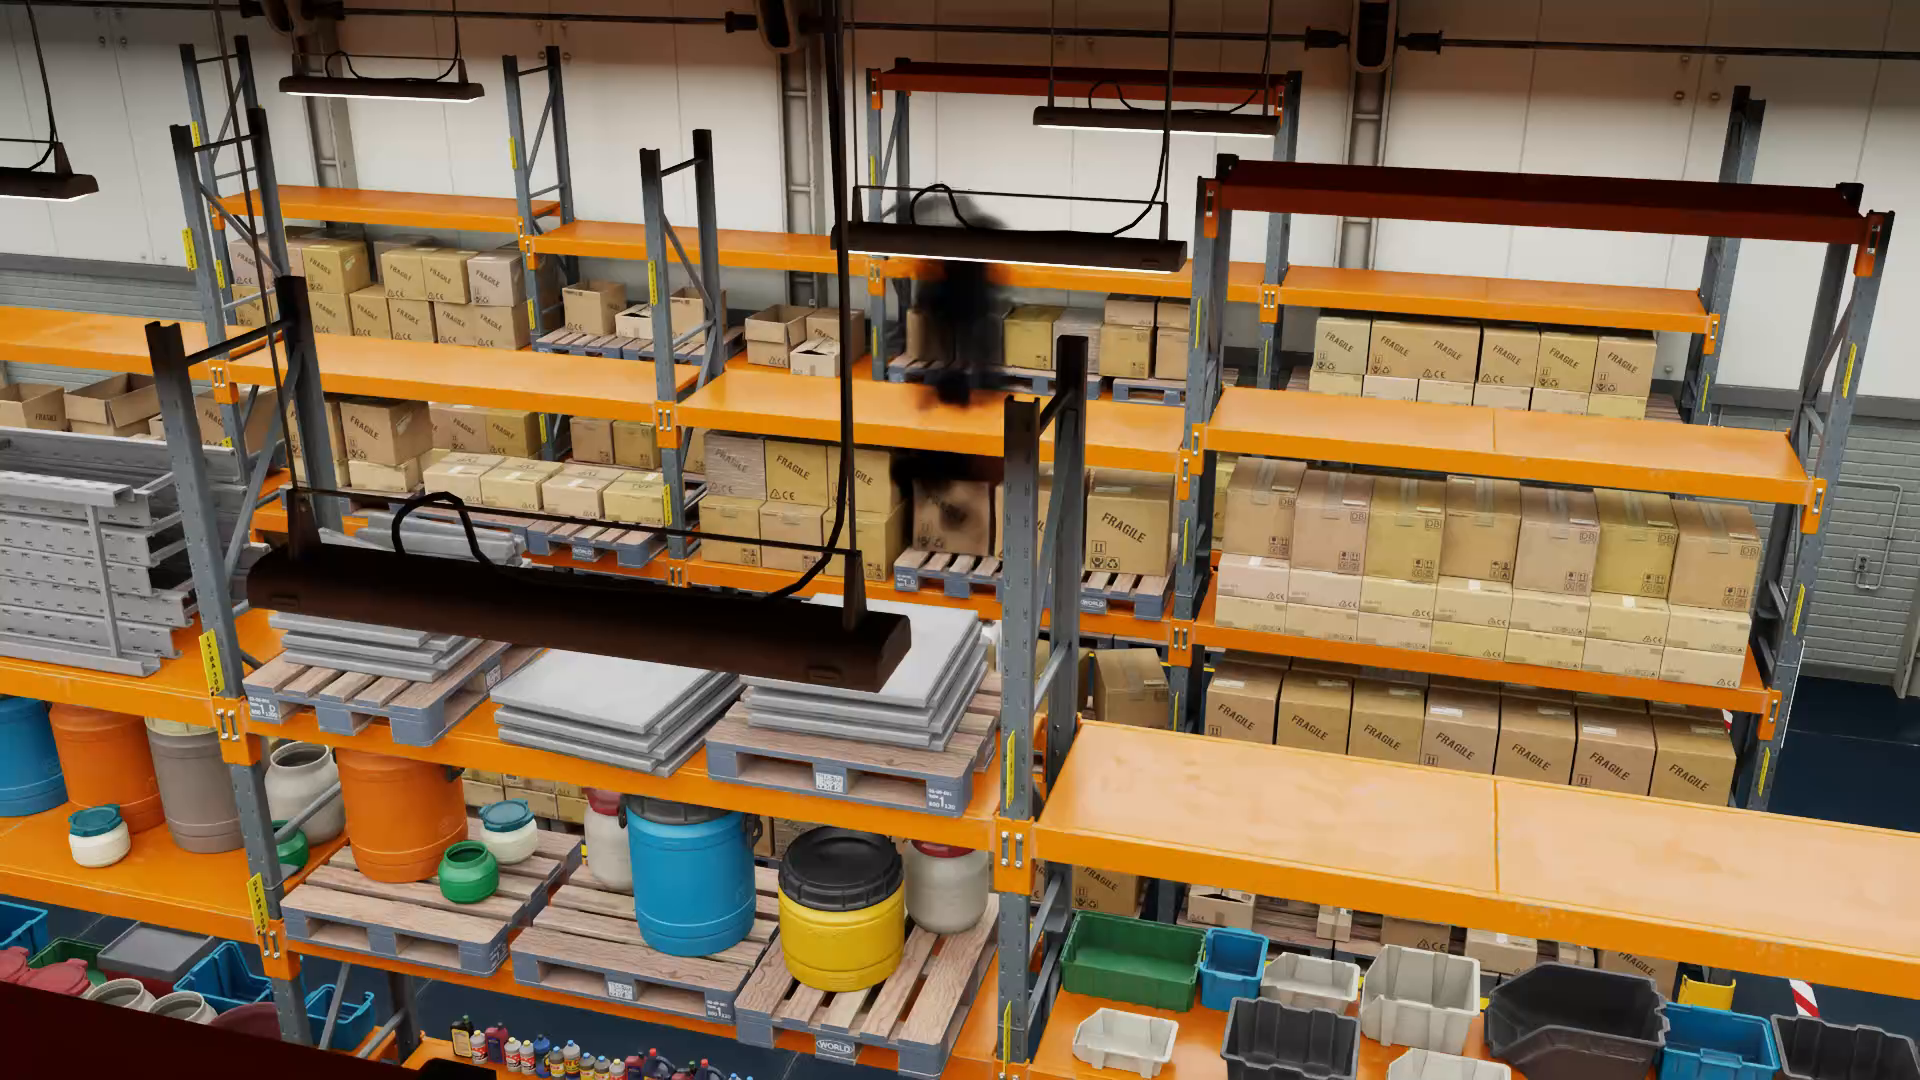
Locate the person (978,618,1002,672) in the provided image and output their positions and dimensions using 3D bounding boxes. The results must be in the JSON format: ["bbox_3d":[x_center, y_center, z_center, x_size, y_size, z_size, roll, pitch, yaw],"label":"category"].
[{"bbox_3d":[0.226,1.293,15.442,0.585,1.731,0.661,8,24,19],"label":"person"}]
